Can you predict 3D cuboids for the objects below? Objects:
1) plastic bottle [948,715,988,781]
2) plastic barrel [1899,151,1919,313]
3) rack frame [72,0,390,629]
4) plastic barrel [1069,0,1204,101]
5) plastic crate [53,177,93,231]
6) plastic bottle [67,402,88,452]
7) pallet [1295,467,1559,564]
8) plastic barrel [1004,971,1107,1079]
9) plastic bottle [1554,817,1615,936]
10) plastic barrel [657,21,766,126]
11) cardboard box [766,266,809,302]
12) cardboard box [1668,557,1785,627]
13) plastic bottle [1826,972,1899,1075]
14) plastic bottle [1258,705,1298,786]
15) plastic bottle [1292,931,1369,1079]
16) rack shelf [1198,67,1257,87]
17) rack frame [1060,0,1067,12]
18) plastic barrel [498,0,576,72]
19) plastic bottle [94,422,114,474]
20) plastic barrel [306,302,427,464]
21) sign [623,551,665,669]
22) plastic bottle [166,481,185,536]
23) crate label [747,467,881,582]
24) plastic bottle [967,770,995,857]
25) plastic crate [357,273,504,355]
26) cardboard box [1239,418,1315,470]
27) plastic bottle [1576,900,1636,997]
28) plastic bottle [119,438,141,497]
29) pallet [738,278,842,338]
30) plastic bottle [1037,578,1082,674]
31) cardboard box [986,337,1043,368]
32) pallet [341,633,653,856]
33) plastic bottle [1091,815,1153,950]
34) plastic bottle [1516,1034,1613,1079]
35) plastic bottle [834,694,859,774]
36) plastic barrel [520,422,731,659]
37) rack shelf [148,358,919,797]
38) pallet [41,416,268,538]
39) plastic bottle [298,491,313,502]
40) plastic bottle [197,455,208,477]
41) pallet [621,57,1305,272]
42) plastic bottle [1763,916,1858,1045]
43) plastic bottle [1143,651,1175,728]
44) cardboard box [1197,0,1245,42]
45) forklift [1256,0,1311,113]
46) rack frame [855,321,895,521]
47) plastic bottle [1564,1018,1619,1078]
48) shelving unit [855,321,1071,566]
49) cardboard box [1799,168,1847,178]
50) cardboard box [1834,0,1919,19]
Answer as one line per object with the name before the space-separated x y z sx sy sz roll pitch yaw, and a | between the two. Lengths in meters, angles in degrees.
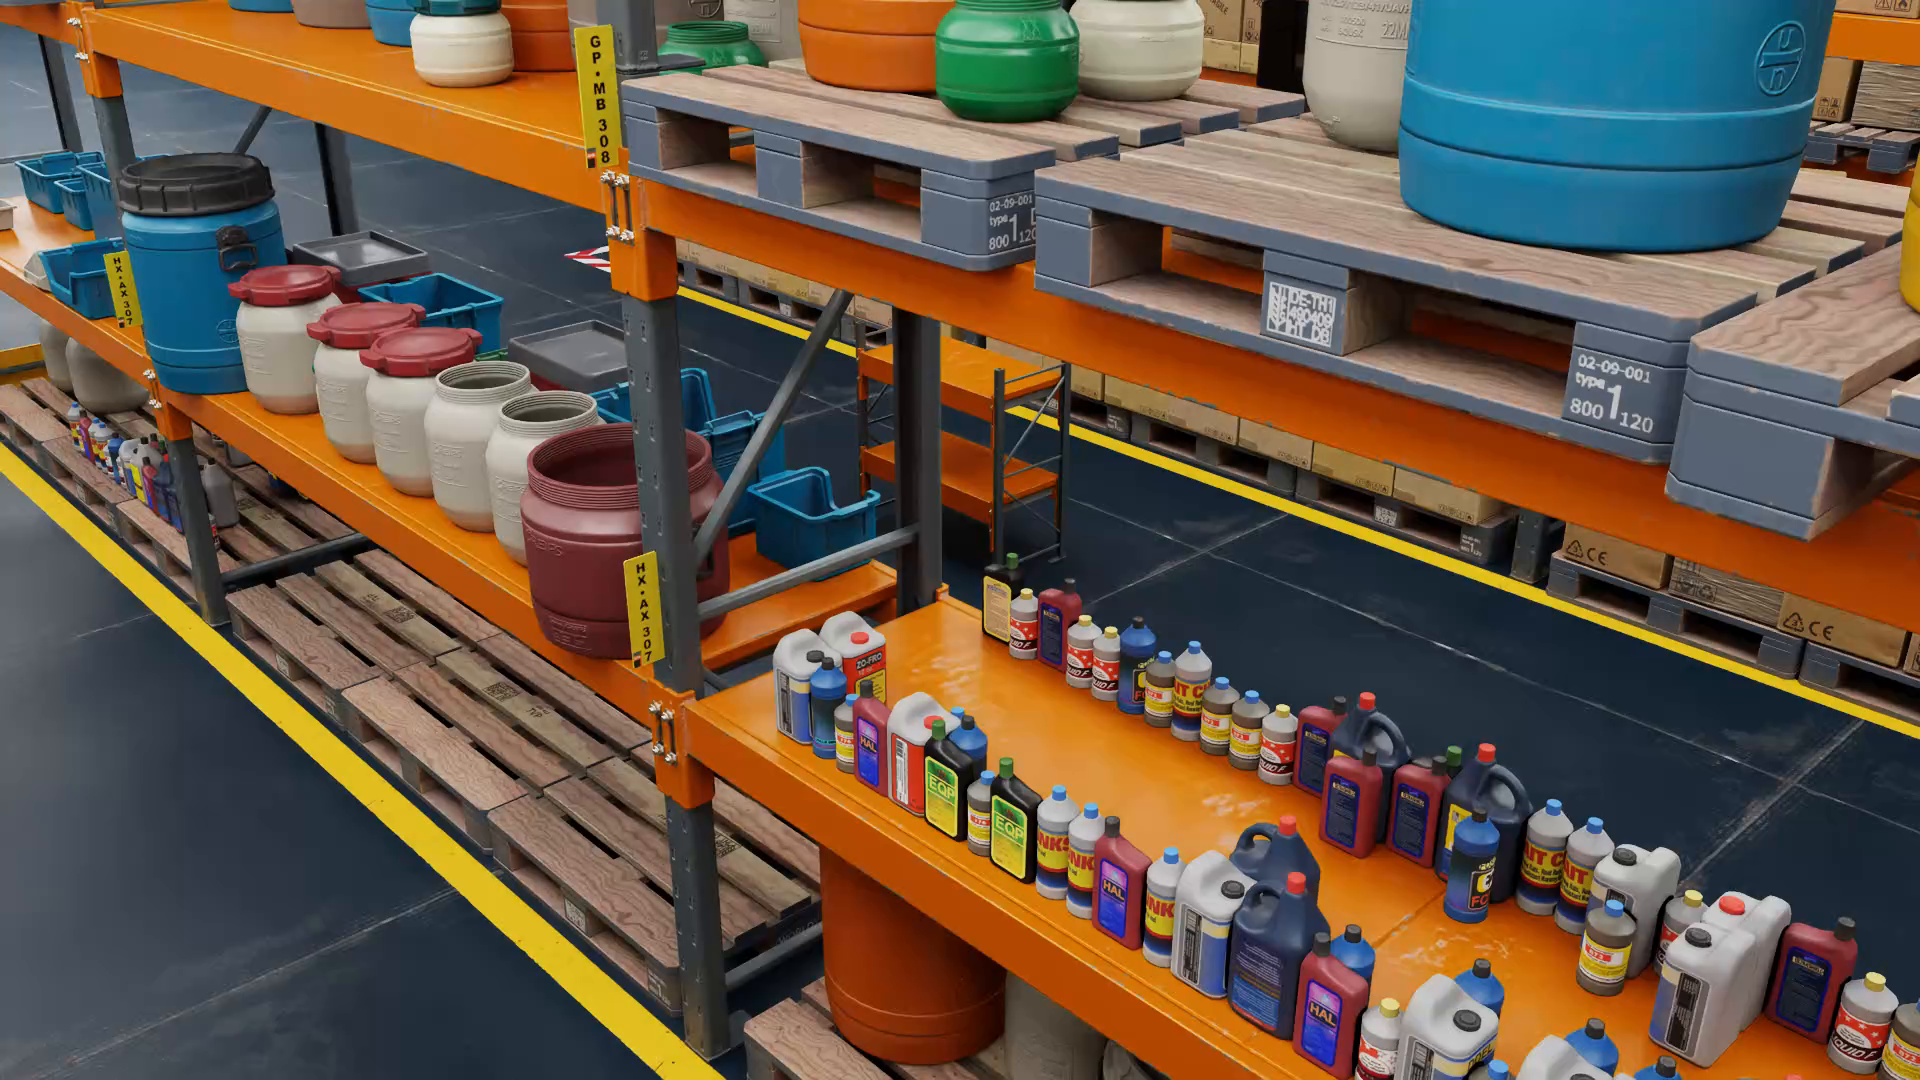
plastic bottle | 0.019 0.555 4.075 0.097 0.271 0.097 0 25 0
plastic barrel | 1.501 -0.541 1.975 0.600 0.588 0.600 0 25 0
rack frame | -3.195 -1.104 7.557 1.000 3.000 0.127 -21 32 -38
plastic barrel | 0.379 -1.102 3.598 0.301 0.262 0.301 0 25 0
plastic crate | -4.928 -1.983 9.663 0.499 0.251 0.408 -21 32 -38
plastic bottle | -4.917 -0.637 9.290 0.097 0.271 0.097 0 25 0
pallet | 2.624 -0.288 9.128 1.003 0.211 1.213 -21 32 -38
plastic barrel | 0.337 1.337 4.696 0.421 0.512 0.421 0 25 0
plastic bottle | 1.385 0.736 3.678 0.097 0.271 0.097 0 25 0
plastic barrel | -0.667 -1.247 4.442 0.294 0.245 0.294 0 25 0
cardboard box | -1.082 -1.980 12.283 0.500 0.250 0.500 -21 32 -38
cardboard box | 3.622 0.017 7.581 0.500 0.500 0.500 22 33 40
plastic bottle | 1.793 0.949 3.296 0.097 0.201 0.097 0 25 0
plastic bottle | 0.816 0.516 4.244 0.097 0.201 0.097 0 25 0
plastic bottle | 0.732 0.913 3.275 0.061 0.283 0.133 -21 32 -38
rack shelf | 2.670 -4.193 15.195 1.077 0.370 4.000 -21 32 -38
rack frame | 1.303 -5.127 16.374 1.000 3.000 0.127 -21 32 -38
plastic barrel | -1.310 -1.961 5.303 0.600 0.830 0.708 -21 32 -38
plastic bottle | -4.614 -0.503 8.996 0.097 0.271 0.097 0 25 0
plastic barrel | -2.199 -0.592 6.270 0.433 0.535 0.433 0 25 0
sign | -0.857 0.191 4.520 0.100 0.325 0.005 -21 32 -38
plastic bottle | -3.845 -0.213 8.264 0.144 0.351 0.185 -22 33 -40
crate label | -0.475 -0.050 5.448 0.303 0.233 0.416 -21 32 -38
plastic bottle | 0.066 0.644 3.963 0.097 0.201 0.097 0 25 0
plastic crate | -2.213 -0.851 7.021 0.392 0.384 0.575 -21 32 -38
cardboard box | 1.924 -0.635 9.335 0.500 0.250 0.500 -20 31 -37
plastic bottle | 1.365 0.852 3.508 0.097 0.201 0.097 0 25 0
plastic bottle | -4.305 -0.385 8.732 0.152 0.276 0.135 -21 32 -38
pallet | -0.927 -1.862 12.578 1.003 0.211 1.213 -21 32 -38
plastic bottle | 0.285 0.232 4.768 0.061 0.283 0.133 -21 32 -38
cardboard box | 0.519 -1.256 10.696 0.500 0.250 0.500 -22 33 -40
pallet | -1.791 0.761 6.828 1.003 0.211 1.213 -21 32 -38
plastic bottle | 0.356 0.746 3.640 0.061 0.283 0.133 -21 32 -38
plastic bottle | 1.082 1.044 2.997 0.152 0.276 0.135 -21 32 -38
plastic bottle | -0.275 0.493 4.295 0.097 0.201 0.097 0 25 0
plastic barrel | -0.999 -0.009 4.992 0.600 0.536 0.708 -21 32 -38
rack shelf | -1.828 -0.171 6.378 1.077 0.370 4.000 -21 32 -38
pallet | -4.461 -0.421 9.418 1.003 0.211 1.213 -21 32 -38
plastic bottle | -3.411 -0.349 8.645 0.061 0.283 0.133 -21 32 -38
plastic bottle | -3.885 -0.286 8.516 0.152 0.276 0.135 -21 32 -38
pallet | -0.009 -0.912 3.748 1.003 0.211 1.213 -21 32 -38
plastic bottle | 1.727 0.871 3.367 0.061 0.283 0.133 -21 32 -38
plastic bottle | 0.550 0.398 4.503 0.097 0.201 0.097 0 25 0
cardboard box | 2.451 -4.715 14.724 0.500 0.500 0.500 -20 31 -37
forklift | 2.873 -2.918 11.616 1.130 2.935 3.031 -23 33 -40
rack frame | -0.343 -0.664 8.850 0.500 1.125 0.032 -21 32 -38
plastic bottle | 1.160 1.005 3.088 0.097 0.271 0.097 0 25 0
shelving unit | 0.005 -0.510 8.512 0.538 1.125 1.048 -21 32 -38
cardboard box | 3.670 -1.374 7.522 0.500 0.500 0.700 12 27 25
cardboard box | 3.829 -2.430 6.727 0.910 0.500 0.500 -21 32 -38
